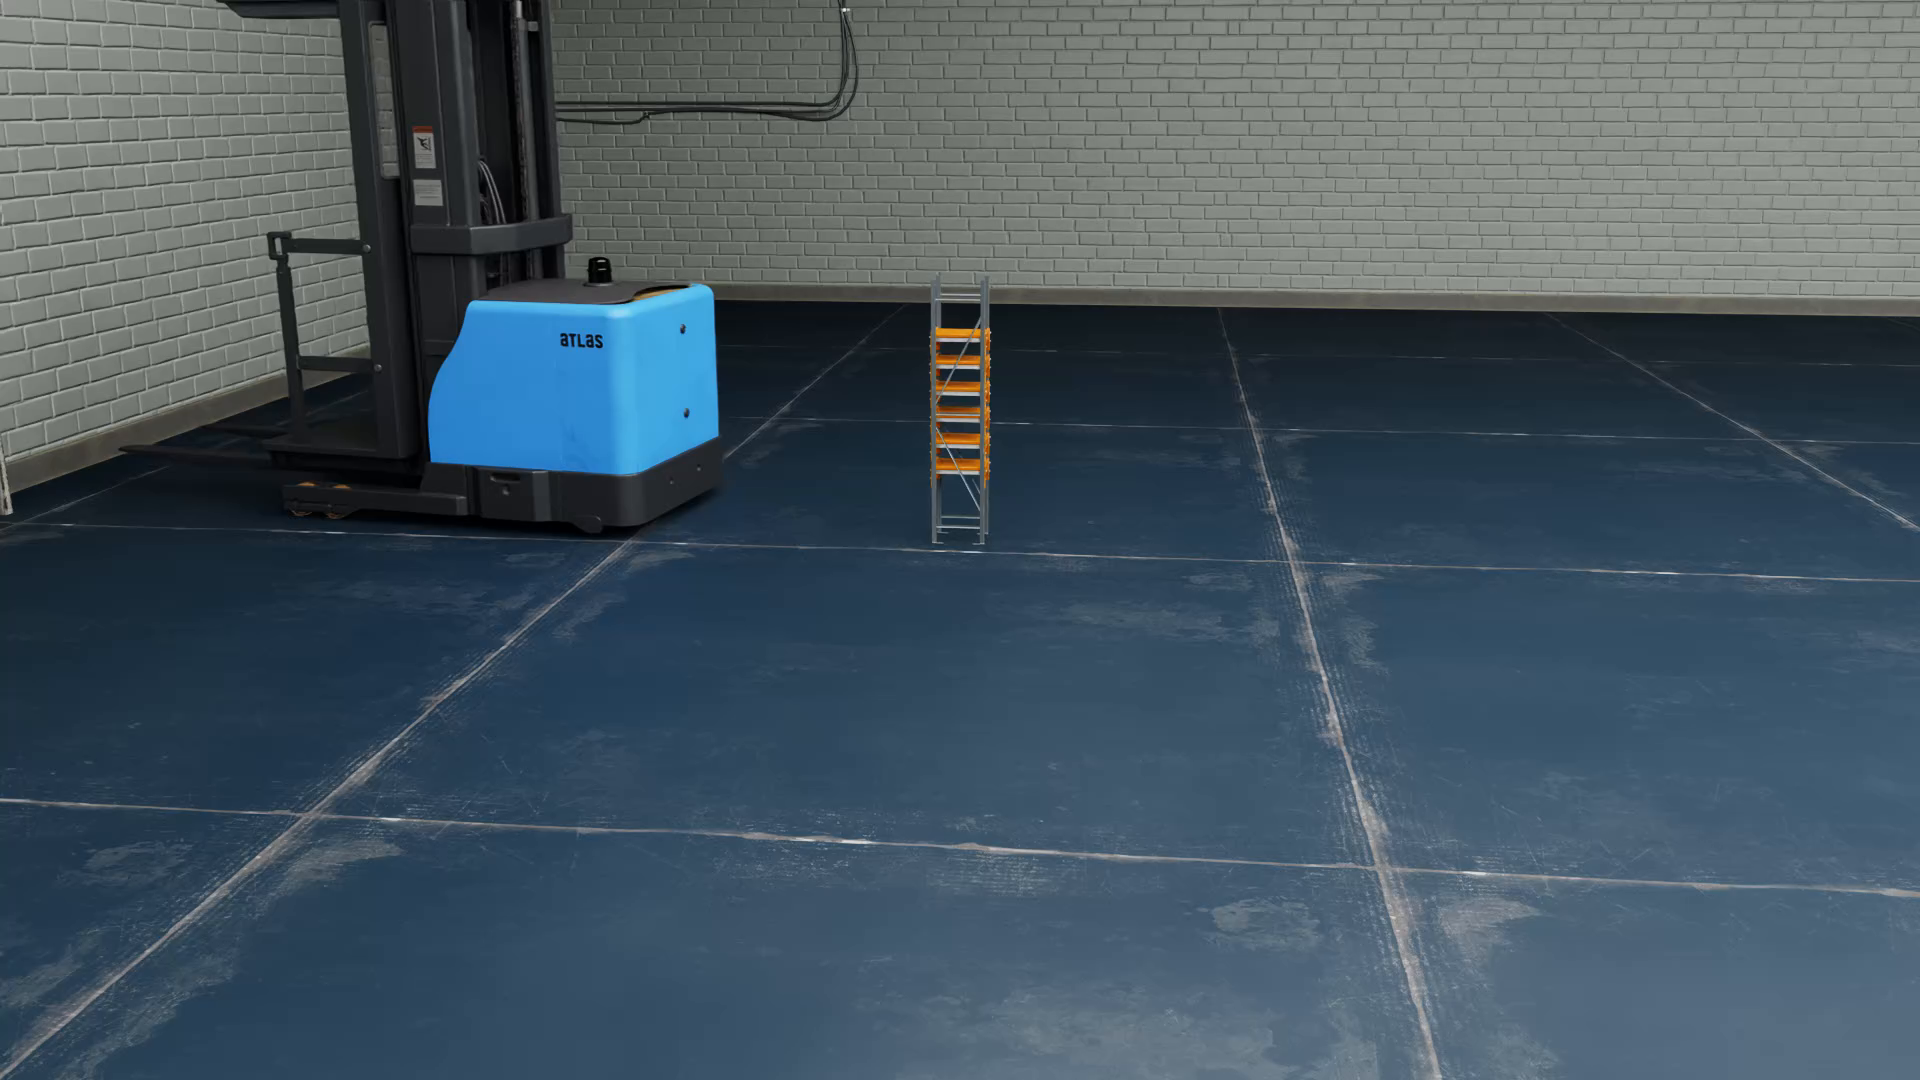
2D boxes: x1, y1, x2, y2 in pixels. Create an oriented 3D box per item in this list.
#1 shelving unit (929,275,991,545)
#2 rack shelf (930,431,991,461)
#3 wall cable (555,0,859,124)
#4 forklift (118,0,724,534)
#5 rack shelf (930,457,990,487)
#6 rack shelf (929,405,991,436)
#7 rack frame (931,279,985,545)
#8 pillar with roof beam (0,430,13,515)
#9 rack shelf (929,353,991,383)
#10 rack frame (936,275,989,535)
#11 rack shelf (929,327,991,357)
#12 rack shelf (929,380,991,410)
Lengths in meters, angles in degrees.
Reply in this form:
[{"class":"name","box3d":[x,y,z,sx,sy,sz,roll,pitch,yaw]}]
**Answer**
[{"class":"shelving unit","box3d":[0.002,-0.583,7.519,0.258,1.200,0.189,2,15,6]},{"class":"rack shelf","box3d":[0.002,-0.424,7.562,0.258,0.103,0.180,2,15,6]},{"class":"wall cable","box3d":[-2.497,-5.216,15.660,3.097,2.526,0.112,2,15,6]},{"class":"forklift","box3d":[-2.782,-1.641,8.116,3.031,2.935,1.130,4,16,16]},{"class":"rack shelf","box3d":[0.002,-0.308,7.594,0.258,0.103,0.180,2,15,6]},{"class":"rack shelf","box3d":[0.002,-0.540,7.531,0.258,0.103,0.180,2,15,6]},{"class":"rack frame","box3d":[-0.009,-0.559,7.432,0.240,1.200,0.006,2,15,6]},{"class":"pillar with roof beam","box3d":[-0.543,-4.307,6.349,9.100,9.000,0.400,2,15,6]},{"class":"rack shelf","box3d":[0.002,-0.772,7.468,0.258,0.103,0.180,2,15,6]},{"class":"rack frame","box3d":[0.012,-0.607,7.607,0.240,1.200,0.006,2,15,6]},{"class":"rack shelf","box3d":[0.002,-0.888,7.437,0.258,0.103,0.180,2,15,6]},{"class":"rack shelf","box3d":[0.002,-0.656,7.500,0.258,0.103,0.180,2,15,6]}]
